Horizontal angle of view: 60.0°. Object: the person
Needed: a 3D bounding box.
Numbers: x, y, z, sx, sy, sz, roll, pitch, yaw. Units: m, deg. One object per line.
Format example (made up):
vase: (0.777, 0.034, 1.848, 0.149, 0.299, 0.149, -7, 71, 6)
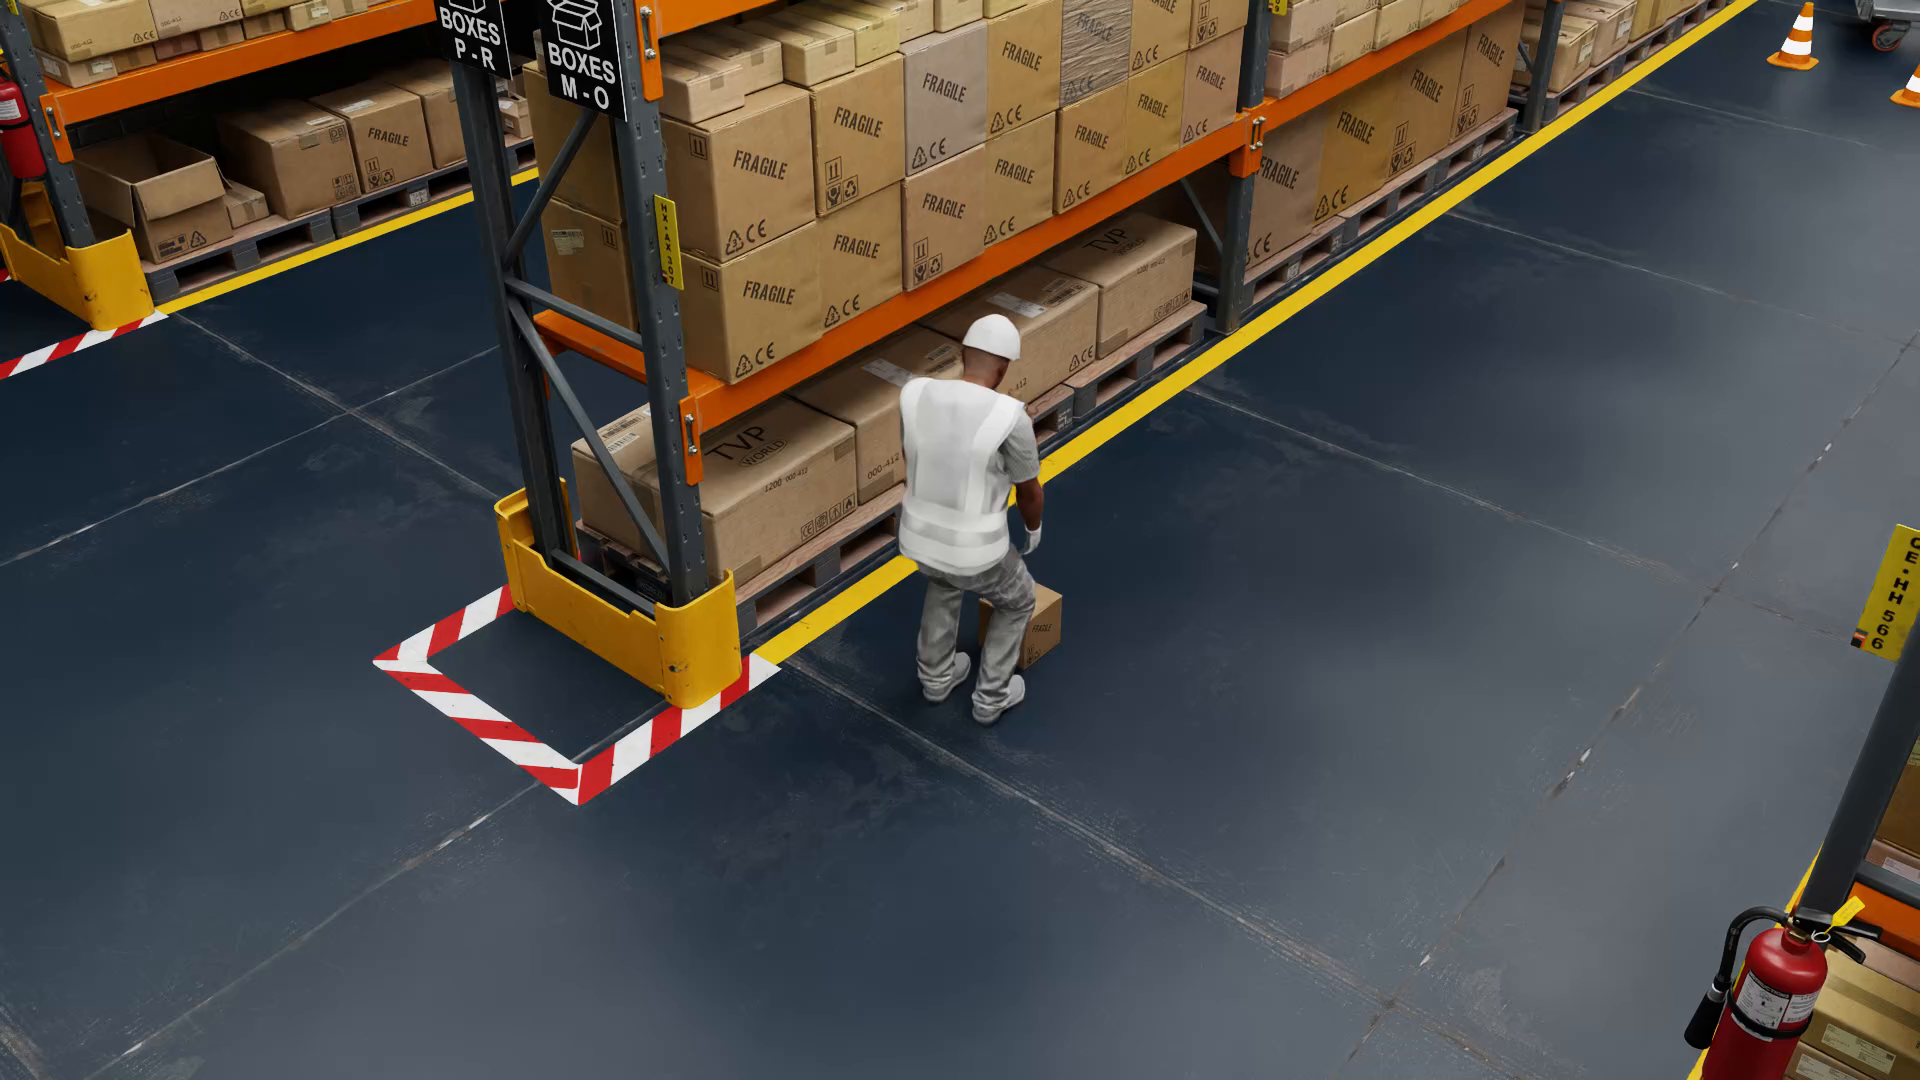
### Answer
person: (0.025, -0.040, 6.367, 0.604, 1.578, 0.652, 20, 40, 27)
